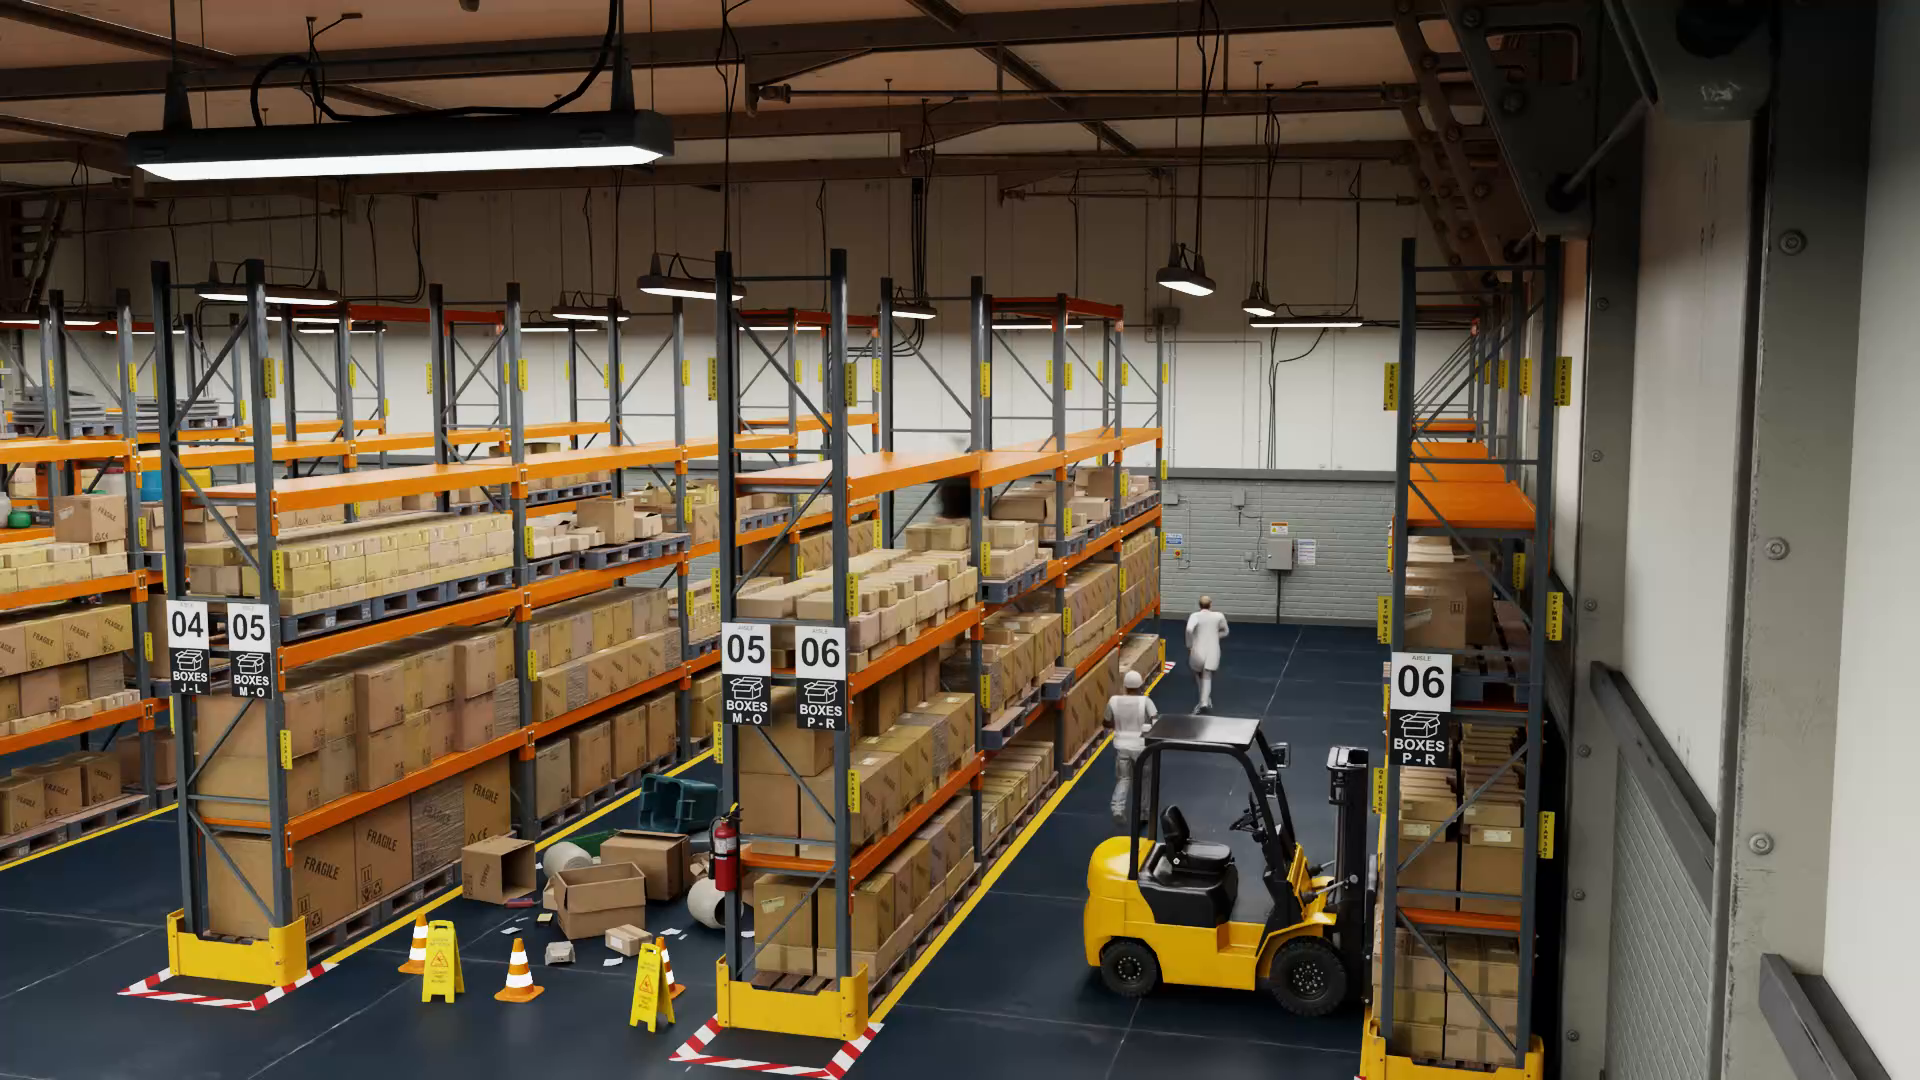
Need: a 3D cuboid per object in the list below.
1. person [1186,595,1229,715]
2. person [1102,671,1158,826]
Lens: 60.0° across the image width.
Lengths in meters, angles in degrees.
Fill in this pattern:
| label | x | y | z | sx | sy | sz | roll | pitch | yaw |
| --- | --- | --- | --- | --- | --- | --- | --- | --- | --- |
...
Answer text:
| label | x | y | z | sx | sy | sz | roll | pitch | yaw |
| --- | --- | --- | --- | --- | --- | --- | --- | --- | --- |
| person | 3.632 | 1.714 | 24.382 | 0.666 | 1.766 | 0.910 | 0 | 6 | 2 |
| person | 1.912 | 2.327 | 18.420 | 0.692 | 1.788 | 0.988 | 2 | 6 | 19 |
